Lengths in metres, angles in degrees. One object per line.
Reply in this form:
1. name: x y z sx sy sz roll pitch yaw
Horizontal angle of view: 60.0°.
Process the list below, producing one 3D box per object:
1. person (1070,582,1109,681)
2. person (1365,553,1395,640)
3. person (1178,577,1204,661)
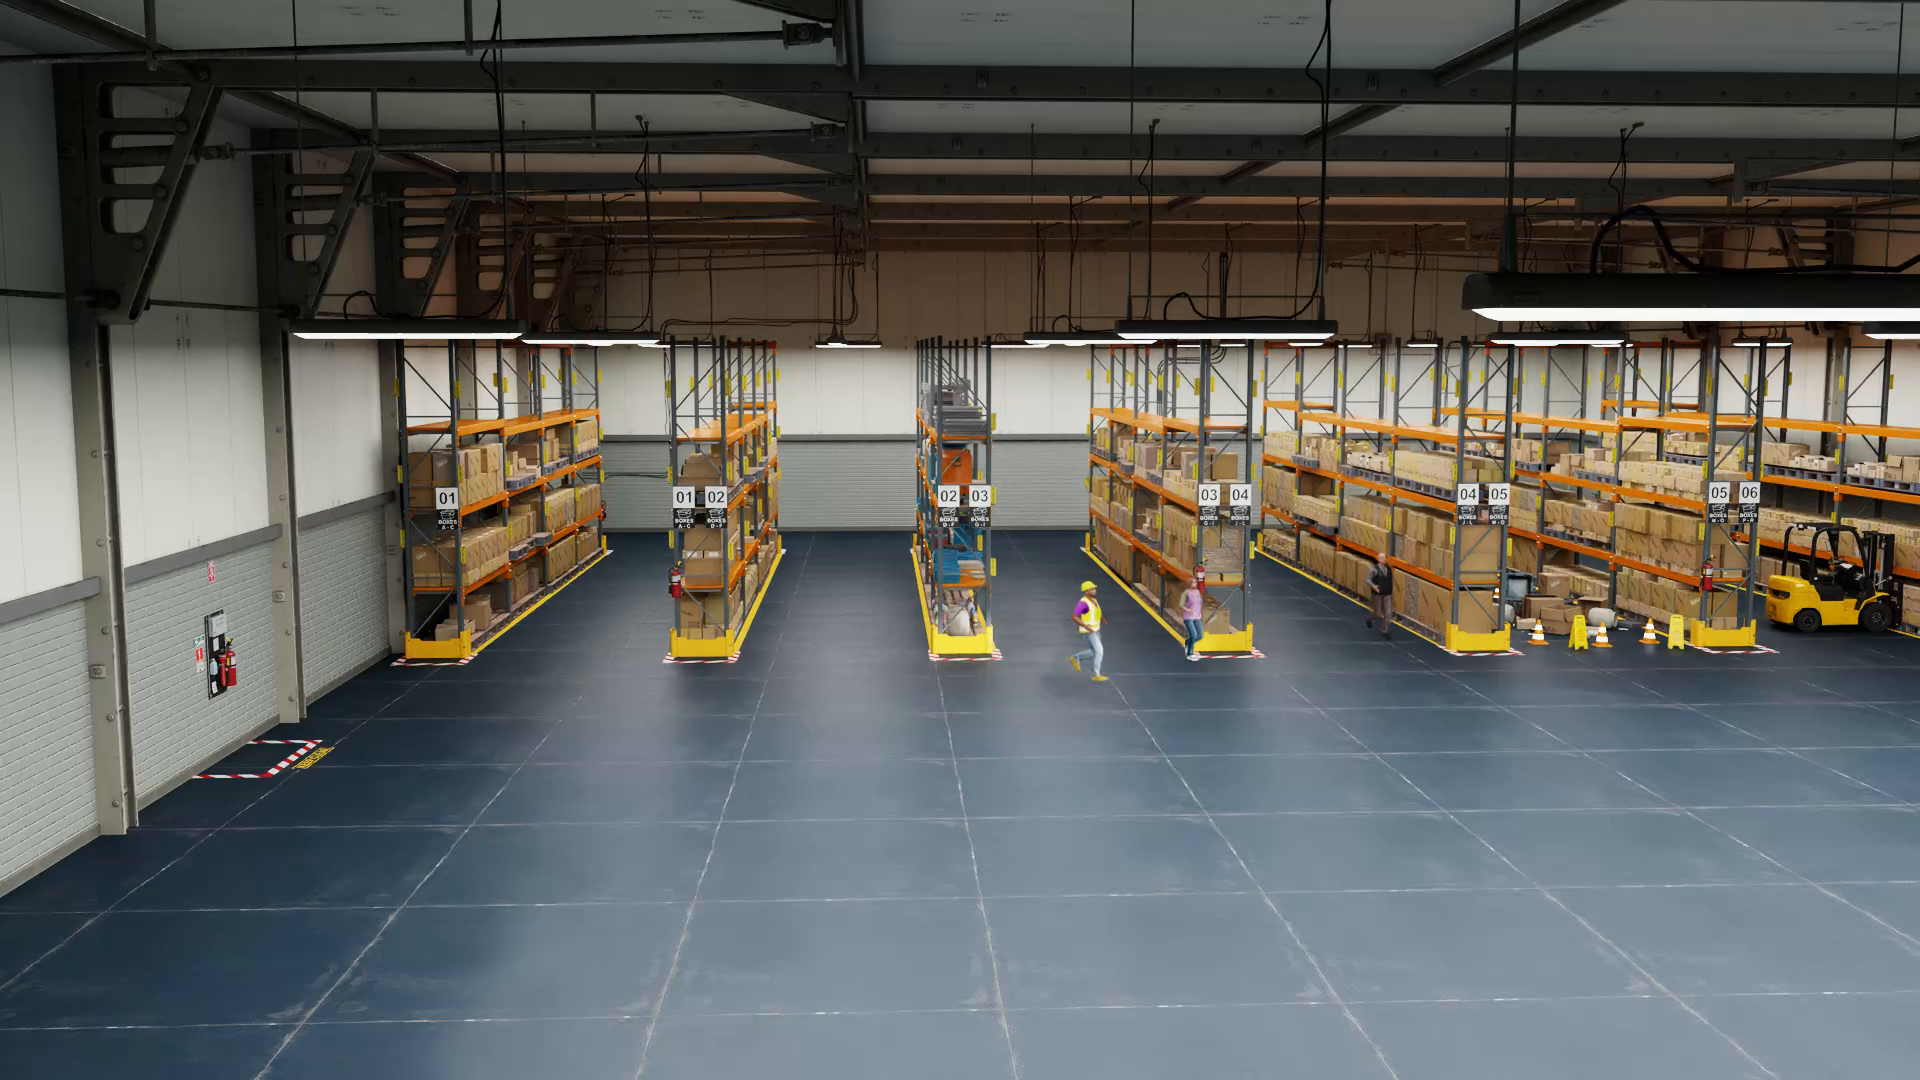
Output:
1. person: 2.235 1.581 28.963 0.779 1.730 0.710 3 7 28
2. person: 8.418 1.109 33.345 0.633 1.704 0.845 -1 7 -13
3. person: 4.287 1.465 30.775 0.531 1.535 0.529 -5 8 -35
